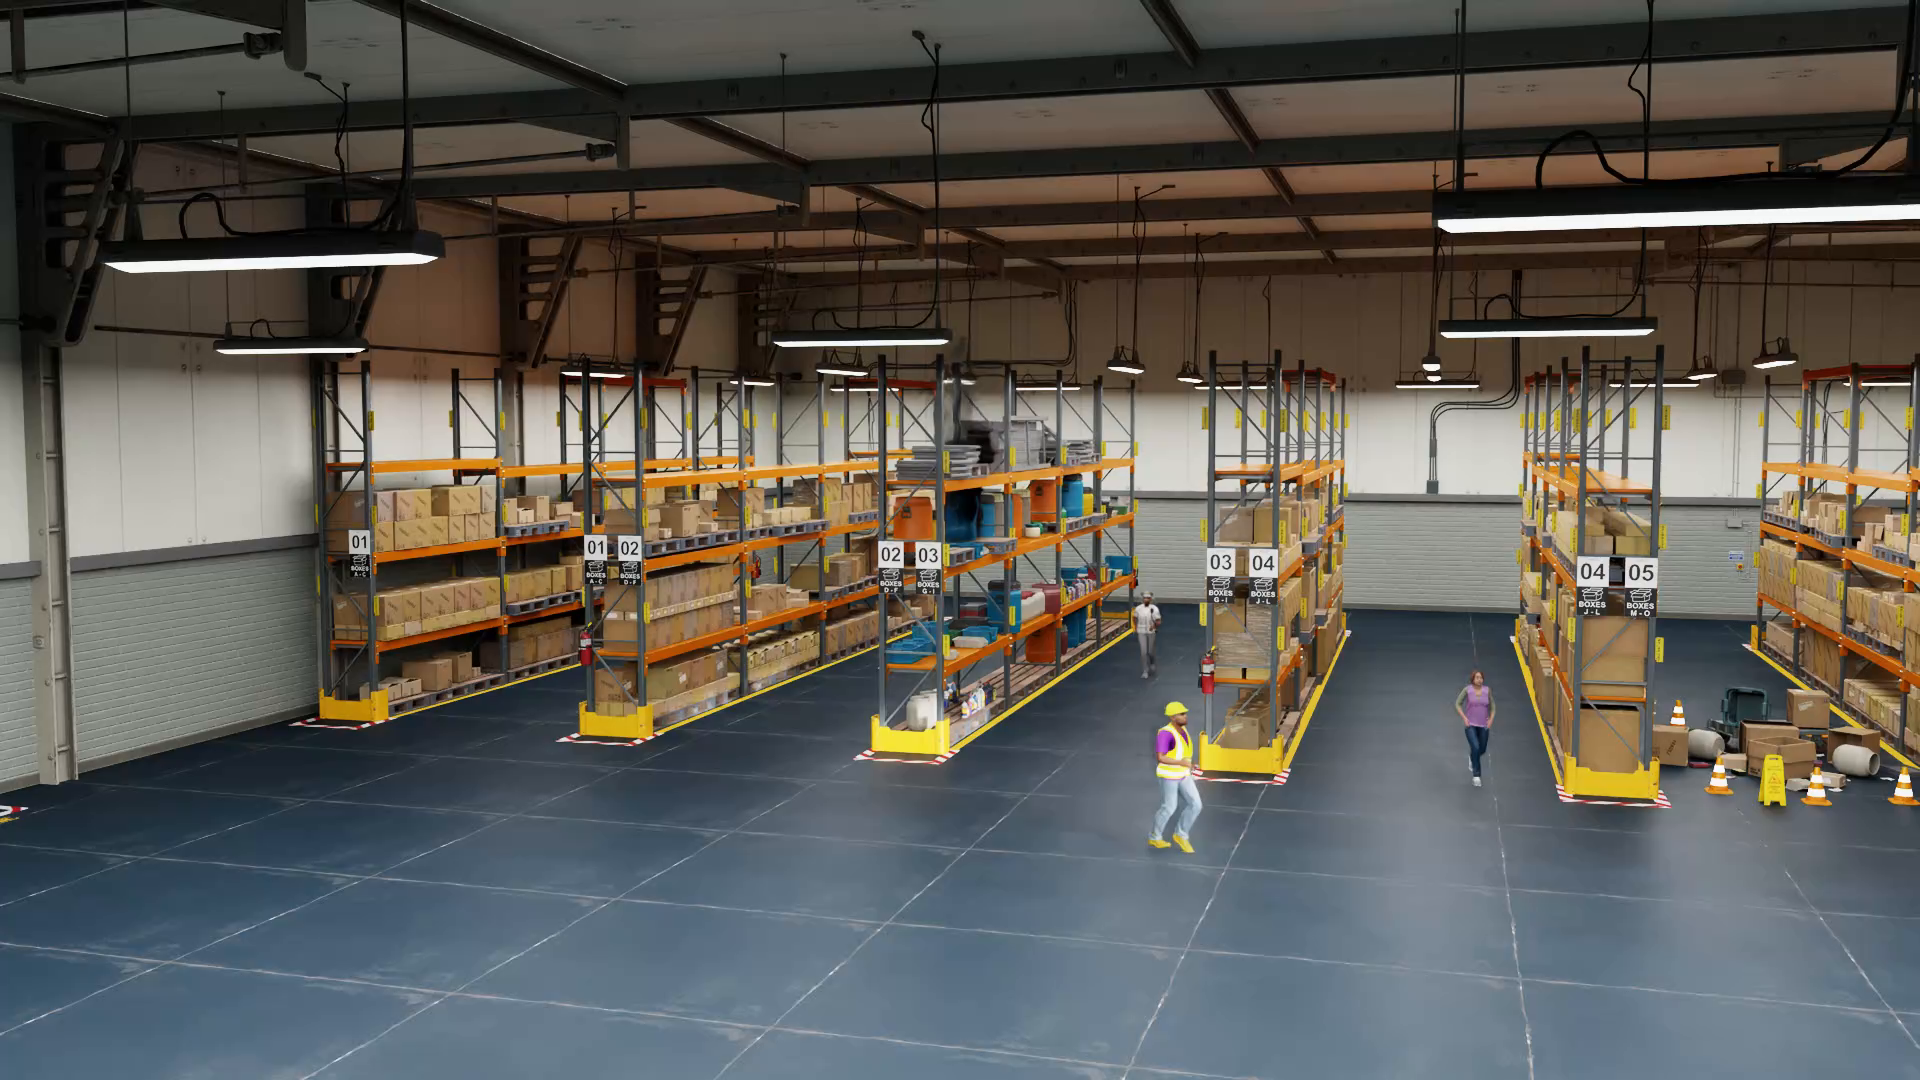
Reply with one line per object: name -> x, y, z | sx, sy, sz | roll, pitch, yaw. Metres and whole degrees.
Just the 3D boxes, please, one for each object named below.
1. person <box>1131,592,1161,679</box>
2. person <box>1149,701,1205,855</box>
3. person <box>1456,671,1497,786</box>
person -> 3.651, 1.842, 32.623 | 0.587, 1.685, 0.659 | 1, 4, 11
person -> 2.521, 2.758, 19.197 | 0.758, 1.808, 0.678 | 4, 6, 43
person -> 7.159, 2.583, 23.089 | 0.558, 1.571, 0.605 | 0, 4, 1
